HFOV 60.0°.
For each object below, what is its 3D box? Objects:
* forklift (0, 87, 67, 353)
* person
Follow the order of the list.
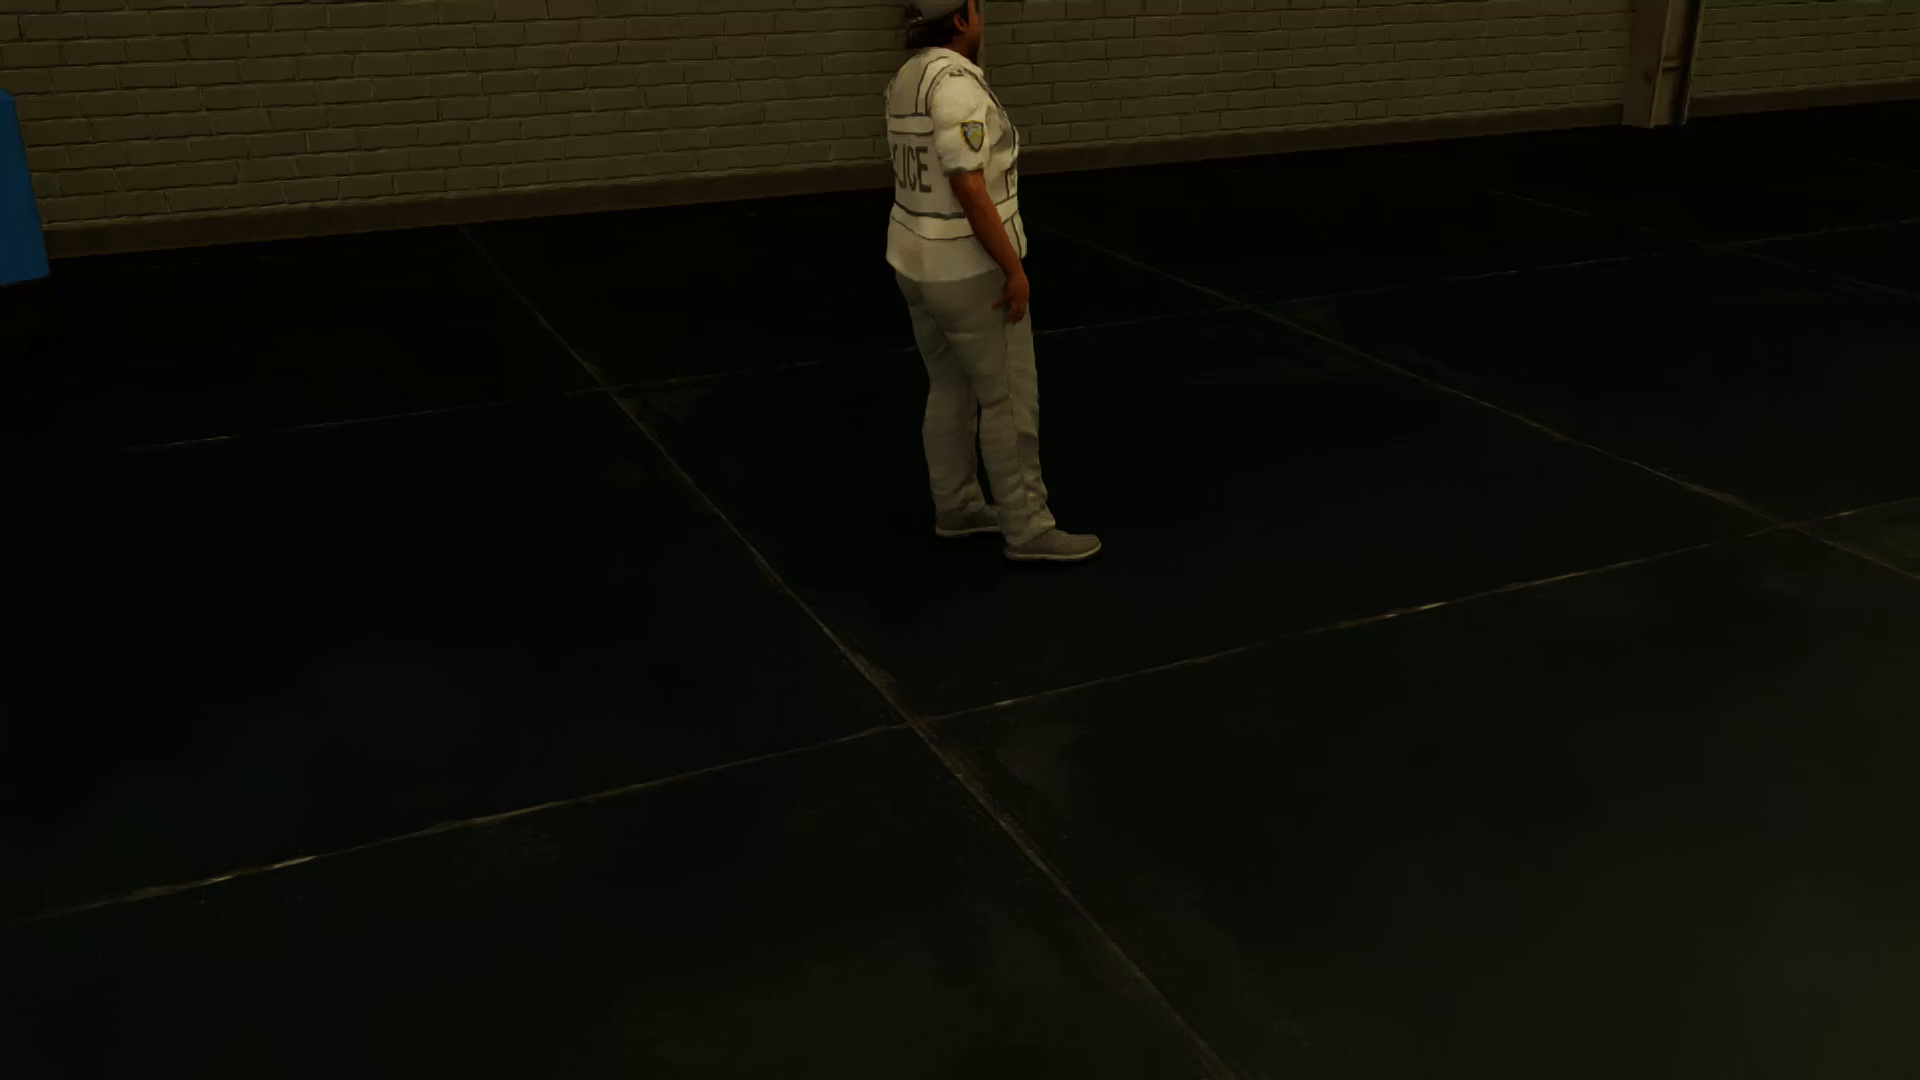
[{"bbox_3d":[-5.194,-1.901,5.863,1.130,2.935,3.031,21,30,41],"label":"forklift"},{"bbox_3d":[0.079,-0.781,4.795,0.529,1.669,0.598,-10,25,-23],"label":"person"}]
